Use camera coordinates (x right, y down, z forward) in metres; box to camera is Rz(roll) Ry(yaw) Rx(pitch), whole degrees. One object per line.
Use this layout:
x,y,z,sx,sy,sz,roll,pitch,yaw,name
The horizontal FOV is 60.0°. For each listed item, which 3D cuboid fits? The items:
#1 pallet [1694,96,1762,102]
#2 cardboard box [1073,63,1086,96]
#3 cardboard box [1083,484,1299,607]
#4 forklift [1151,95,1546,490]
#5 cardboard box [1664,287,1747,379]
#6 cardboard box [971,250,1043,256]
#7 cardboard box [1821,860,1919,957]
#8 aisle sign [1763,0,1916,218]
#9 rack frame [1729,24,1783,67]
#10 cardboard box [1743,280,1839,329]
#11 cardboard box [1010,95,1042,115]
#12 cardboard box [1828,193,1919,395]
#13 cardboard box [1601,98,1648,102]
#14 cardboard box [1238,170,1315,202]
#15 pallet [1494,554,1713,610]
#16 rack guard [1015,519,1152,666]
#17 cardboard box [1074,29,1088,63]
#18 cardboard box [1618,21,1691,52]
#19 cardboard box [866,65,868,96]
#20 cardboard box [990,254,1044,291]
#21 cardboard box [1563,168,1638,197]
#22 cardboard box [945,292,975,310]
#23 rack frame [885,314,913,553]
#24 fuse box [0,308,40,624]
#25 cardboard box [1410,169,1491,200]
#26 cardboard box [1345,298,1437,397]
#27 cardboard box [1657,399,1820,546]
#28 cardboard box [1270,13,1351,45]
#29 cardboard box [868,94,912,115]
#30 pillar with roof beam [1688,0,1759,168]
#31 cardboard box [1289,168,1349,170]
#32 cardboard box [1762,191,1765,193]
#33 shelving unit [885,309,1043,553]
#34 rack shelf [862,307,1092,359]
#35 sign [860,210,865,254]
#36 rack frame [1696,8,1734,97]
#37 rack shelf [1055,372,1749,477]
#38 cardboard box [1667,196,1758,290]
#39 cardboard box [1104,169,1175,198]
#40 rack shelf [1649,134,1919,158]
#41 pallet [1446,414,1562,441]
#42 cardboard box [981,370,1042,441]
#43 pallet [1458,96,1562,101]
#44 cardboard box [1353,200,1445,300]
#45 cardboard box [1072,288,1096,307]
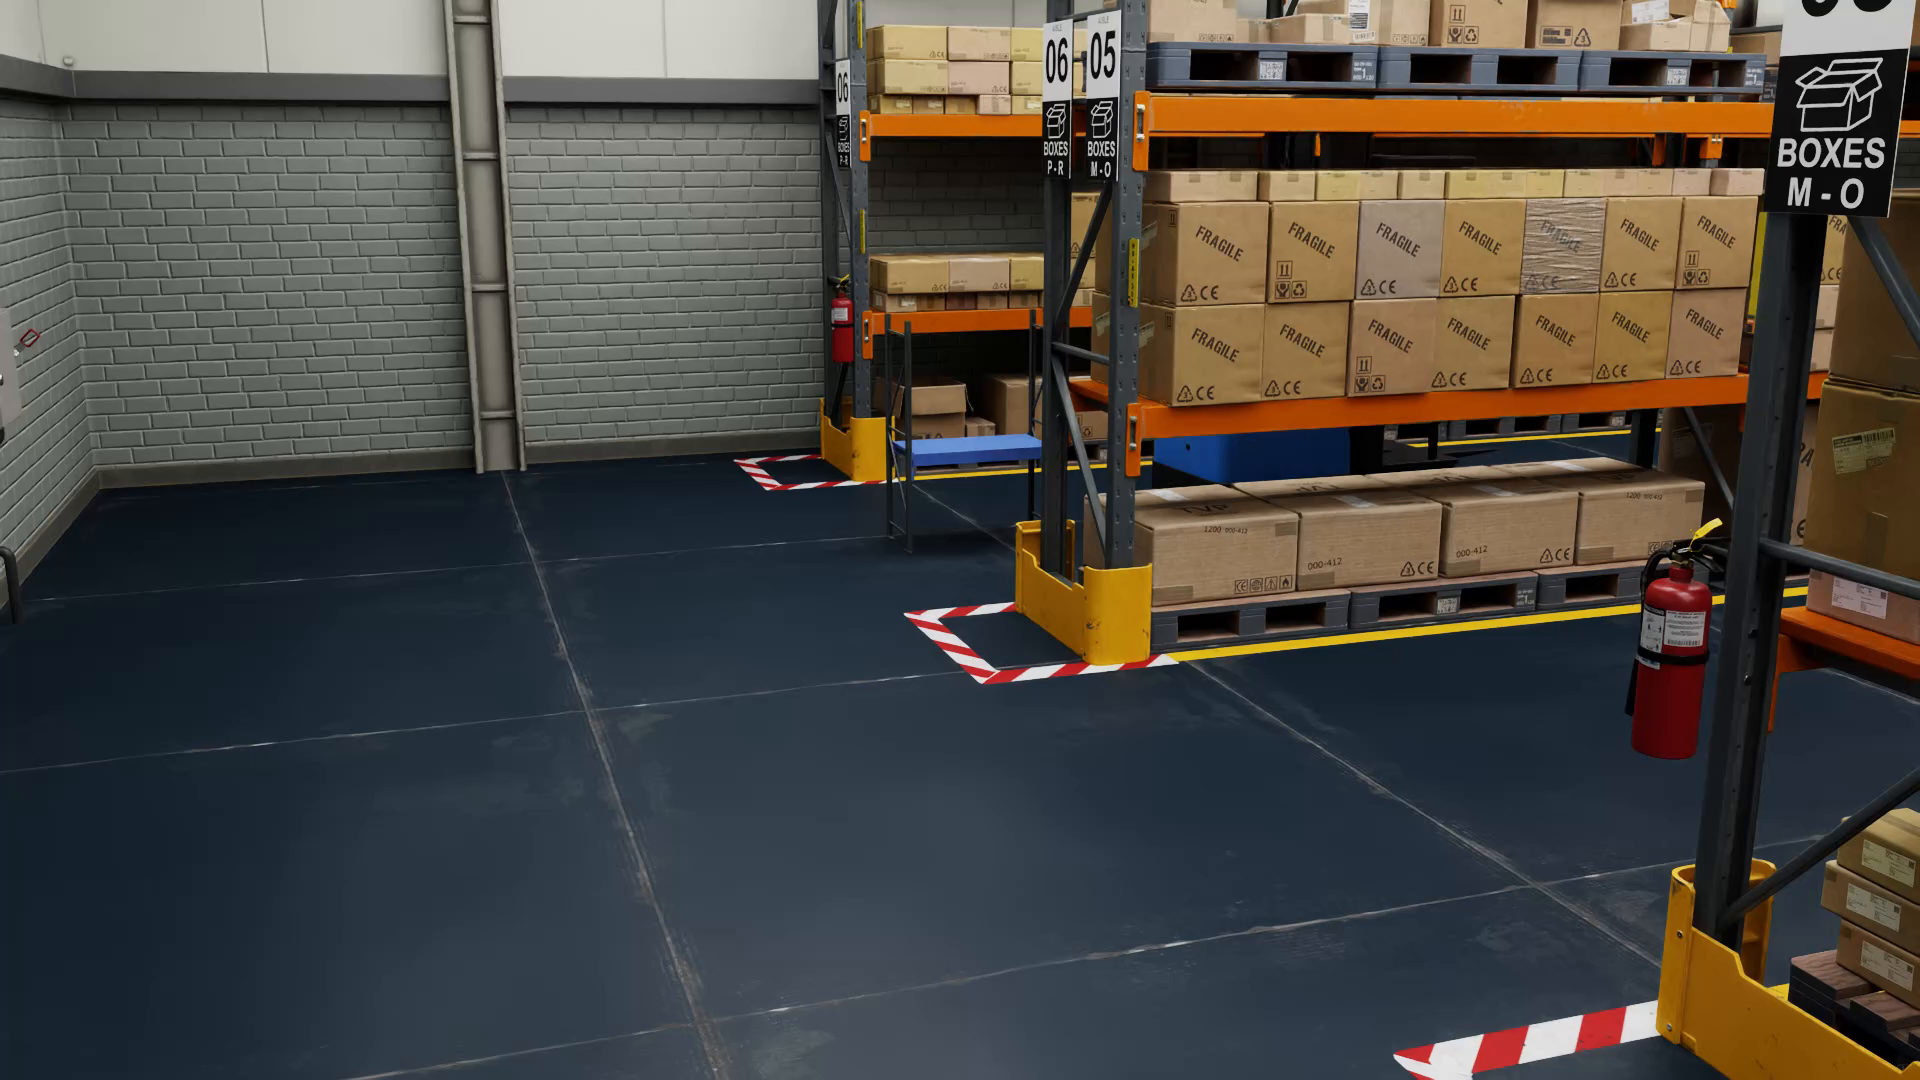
7.280,-4.074,15.713,1.003,0.211,1.213,-4,14,-15,pallet
1.038,-3.670,13.291,0.500,0.250,0.500,-5,14,-19,cardboard box
1.263,0.014,9.233,0.875,0.438,0.875,-5,14,-20,cardboard box
2.987,-1.742,12.130,3.031,2.935,1.130,-5,14,-21,forklift
4.102,-1.211,9.538,0.500,0.500,0.500,-4,14,-18,cardboard box
0.394,-2.283,13.942,0.500,0.250,0.500,-4,14,-16,cardboard box
2.753,1.057,4.829,0.250,0.149,0.380,-5,14,-20,cardboard box
2.179,-1.205,4.108,0.004,0.787,0.394,-4,14,-18,aisle sign
4.460,-4.172,9.235,0.127,3.000,1.000,-4,14,-18,rack frame
4.967,-1.394,9.765,0.500,0.250,0.500,-5,14,-20,cardboard box
0.463,-3.413,13.070,0.250,0.149,0.380,-4,14,-18,cardboard box
2.698,-0.648,4.365,0.500,0.500,0.500,-5,14,-19,cardboard box
5.780,-3.895,14.876,0.500,0.250,0.500,-4,14,-18,cardboard box
1.603,-1.803,8.462,0.250,0.149,0.380,-4,14,-16,cardboard box
3.715,0.142,10.088,1.213,0.211,1.003,-4,14,-18,pallet
0.647,0.260,8.970,0.348,0.500,1.175,-4,14,-18,rack guard
1.023,-3.912,13.224,0.500,0.250,0.500,-4,14,-17,cardboard box
3.707,-2.706,8.975,0.250,0.149,0.380,-4,14,-17,cardboard box
-0.582,-3.670,13.288,0.500,0.250,0.500,-5,14,-19,cardboard box
0.556,-2.168,13.456,0.500,0.250,0.500,-5,14,-19,cardboard box
3.512,-1.977,9.192,0.250,0.149,0.380,-5,14,-19,cardboard box
-0.054,-1.944,13.377,0.250,0.149,0.380,-5,14,-19,cardboard box
-0.401,-0.698,10.838,0.032,1.500,0.500,-4,14,-18,rack frame
-5.199,-0.381,9.048,0.414,1.711,0.539,-4,14,-18,fuse box
2.577,-1.879,8.783,0.250,0.149,0.380,-5,14,-19,cardboard box
2.174,-1.056,8.884,0.500,0.500,0.500,-5,14,-18,cardboard box
5.023,-0.487,10.392,0.875,0.875,0.875,-4,14,-16,cardboard box
1.774,-2.578,8.435,0.250,0.149,0.380,-4,14,-16,cardboard box
-0.541,-3.356,12.830,0.250,0.149,0.380,-4,14,-17,cardboard box
8.986,-4.905,12.318,0.400,9.000,9.100,-4,14,-18,pillar with roof beam
1.919,-1.954,9.096,0.250,0.149,0.380,-5,14,-19,cardboard box
4.804,-1.876,10.172,0.500,0.500,0.500,-4,14,-16,cardboard box
0.081,-0.736,10.996,1.048,1.500,0.538,-4,14,-18,shelving unit
0.978,-1.844,13.967,4.000,0.370,1.077,-4,14,-18,rack shelf
-0.744,-2.348,12.663,0.005,0.325,0.100,-4,14,-18,sign
6.665,-5.555,15.051,0.127,3.000,1.000,-4,14,-18,rack frame
2.565,-0.756,9.392,4.000,0.370,1.077,-4,14,-18,rack shelf
4.101,-1.693,9.401,0.500,0.500,0.500,-5,14,-19,cardboard box
0.946,-1.879,8.781,0.250,0.149,0.380,-4,14,-17,cardboard box
8.561,-3.894,16.102,4.000,0.370,1.077,-4,14,-18,rack shelf
4.791,-1.144,15.497,1.213,0.211,1.003,-4,14,-18,pallet
0.515,-1.113,13.836,0.500,0.500,0.700,-4,14,-16,cardboard box
4.496,-3.819,14.641,1.003,0.211,1.213,-4,14,-18,pallet
2.188,-1.545,8.780,0.500,0.500,0.500,-5,14,-18,cardboard box
0.962,-1.996,13.596,0.250,0.149,0.380,-4,14,-17,cardboard box
